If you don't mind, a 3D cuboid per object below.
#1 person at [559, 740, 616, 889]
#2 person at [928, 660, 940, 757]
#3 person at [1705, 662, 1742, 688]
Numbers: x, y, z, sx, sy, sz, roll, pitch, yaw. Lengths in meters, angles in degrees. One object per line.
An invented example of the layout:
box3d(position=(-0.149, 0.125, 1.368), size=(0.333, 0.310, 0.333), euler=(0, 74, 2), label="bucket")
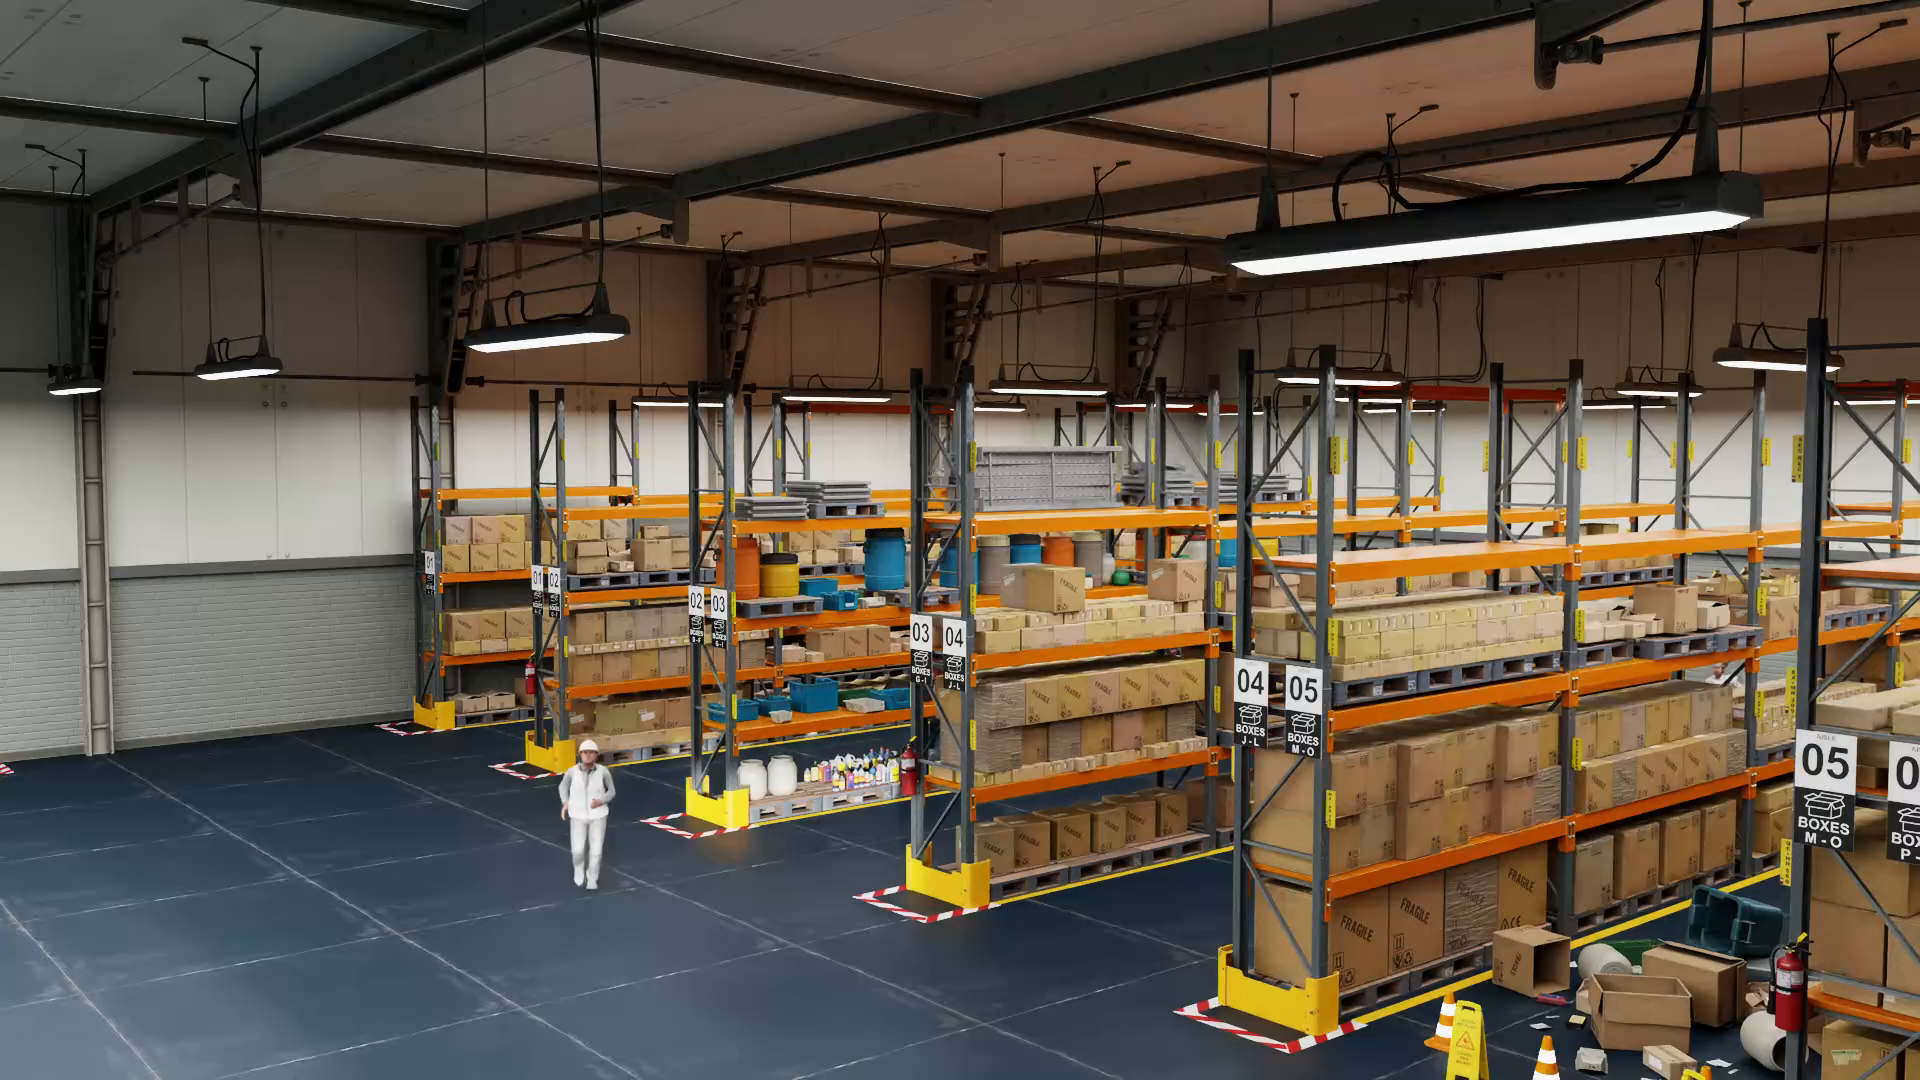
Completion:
box3d(position=(-4.271, 3.164, 19.050), size=(0.645, 1.731, 0.605), euler=(-1, 3, -11), label="person")
box3d(position=(-0.393, 2.738, 27.406), size=(0.750, 1.633, 0.528), euler=(-3, 5, -44), label="person")
box3d(position=(12.308, 2.755, 26.887), size=(0.863, 1.676, 0.646), euler=(-3, 5, -45), label="person")
